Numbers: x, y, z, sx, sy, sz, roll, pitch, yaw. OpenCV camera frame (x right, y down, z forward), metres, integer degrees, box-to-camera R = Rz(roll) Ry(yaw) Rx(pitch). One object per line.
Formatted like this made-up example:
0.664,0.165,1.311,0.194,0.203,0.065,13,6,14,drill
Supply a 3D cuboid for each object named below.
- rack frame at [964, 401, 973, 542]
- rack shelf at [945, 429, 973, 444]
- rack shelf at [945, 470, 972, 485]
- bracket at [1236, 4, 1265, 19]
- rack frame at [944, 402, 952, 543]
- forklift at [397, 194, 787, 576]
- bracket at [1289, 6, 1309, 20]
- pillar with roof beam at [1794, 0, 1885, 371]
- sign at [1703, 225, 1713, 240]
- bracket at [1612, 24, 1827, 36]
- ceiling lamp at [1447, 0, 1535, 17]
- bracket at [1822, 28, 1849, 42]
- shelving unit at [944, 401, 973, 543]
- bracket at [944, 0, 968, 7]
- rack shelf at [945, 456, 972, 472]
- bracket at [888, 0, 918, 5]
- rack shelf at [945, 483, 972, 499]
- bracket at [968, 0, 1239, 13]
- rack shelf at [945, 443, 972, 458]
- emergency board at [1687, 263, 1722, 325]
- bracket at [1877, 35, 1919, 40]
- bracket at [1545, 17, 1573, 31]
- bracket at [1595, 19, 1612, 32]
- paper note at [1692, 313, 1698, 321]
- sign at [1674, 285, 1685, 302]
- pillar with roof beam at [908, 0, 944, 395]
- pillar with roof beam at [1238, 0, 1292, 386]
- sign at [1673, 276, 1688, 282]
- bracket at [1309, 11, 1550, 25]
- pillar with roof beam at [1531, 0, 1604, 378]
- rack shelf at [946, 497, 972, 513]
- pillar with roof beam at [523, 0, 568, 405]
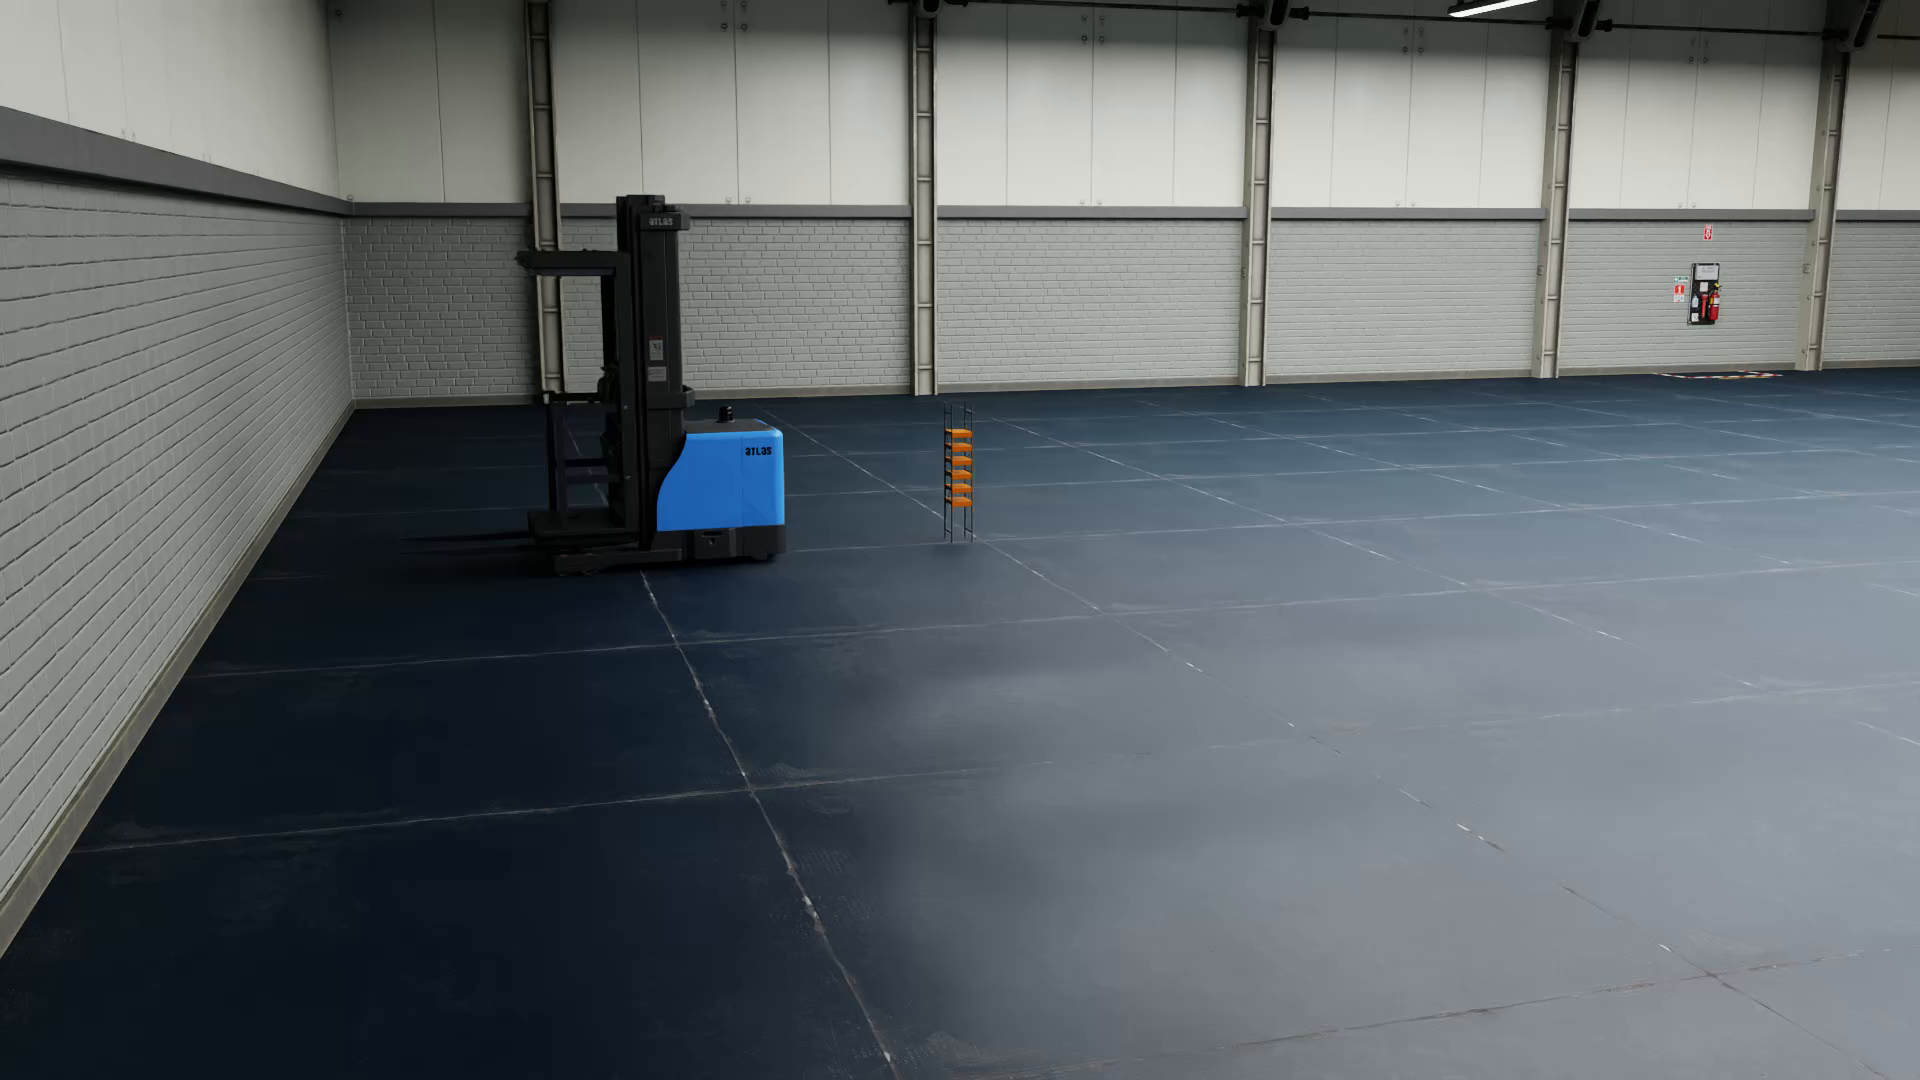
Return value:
0.074,-0.594,14.459,0.006,1.200,0.240,-3,11,-16,rack frame
-0.014,-0.900,14.377,0.180,0.103,0.258,-3,11,-16,rack shelf
-0.014,-0.546,14.442,0.180,0.103,0.258,-3,11,-16,rack shelf
4.858,-8.852,27.835,0.430,0.232,0.235,-3,11,-16,bracket
-0.102,-0.585,14.409,0.006,1.200,0.240,-3,11,-16,rack frame
-2.994,-1.266,13.328,3.031,2.935,1.130,-3,11,-18,forklift
5.655,-8.894,28.064,0.430,0.232,0.235,-3,11,-16,bracket
17.882,-7.024,27.844,0.548,9.000,9.100,-3,11,-16,pillar with roof beam
14.260,-5.860,31.691,0.199,0.298,0.001,-3,11,-16,sign
13.889,-9.328,30.421,4.783,0.066,0.076,-3,11,-16,bracket
7.479,-9.222,23.666,0.800,3.185,2.000,-3,11,-16,ceiling lamp
16.380,-9.460,31.134,0.430,0.232,0.235,-3,11,-16,bracket
-0.014,-0.589,14.434,0.189,1.200,0.258,-3,11,-16,shelving unit
-0.106,-8.591,26.414,0.430,0.232,0.235,-3,11,-16,bracket
-0.014,-0.664,14.420,0.180,0.103,0.258,-3,11,-16,rack shelf
-0.903,-8.549,26.186,0.430,0.232,0.235,-3,11,-16,bracket
-0.014,-0.428,14.464,0.180,0.103,0.258,-3,11,-16,rack shelf
2.368,-8.721,27.123,4.783,0.066,0.076,-3,11,-16,bracket
-0.014,-0.782,14.398,0.180,0.103,0.258,-3,11,-16,rack shelf
14.295,-4.703,31.809,0.643,1.169,0.194,-3,11,-16,emergency board
19.650,-9.632,32.070,4.783,0.066,0.076,-3,11,-16,bracket
10.619,-9.156,29.485,0.430,0.232,0.235,-3,11,-16,bracket
11.416,-9.198,29.713,0.430,0.232,0.235,-3,11,-16,bracket
14.106,-4.273,31.905,0.142,0.148,0.016,-3,11,-16,paper note
13.736,-4.711,31.751,0.234,0.329,0.001,-3,11,-16,sign
0.599,-6.113,22.896,0.548,9.000,9.100,-3,11,-16,pillar with roof beam
6.360,-6.416,24.546,0.548,9.000,9.100,-3,11,-16,pillar with roof beam
13.743,-4.970,31.696,0.331,0.109,0.001,-3,11,-16,sign
8.129,-9.025,28.772,4.783,0.066,0.076,-3,11,-16,bracket
12.121,-6.720,26.195,0.548,9.000,9.100,-3,11,-16,pillar with roof beam
-0.014,-0.310,14.485,0.180,0.103,0.258,-3,11,-16,rack shelf
-5.161,-5.809,21.247,0.548,9.000,9.100,-3,11,-16,pillar with roof beam
